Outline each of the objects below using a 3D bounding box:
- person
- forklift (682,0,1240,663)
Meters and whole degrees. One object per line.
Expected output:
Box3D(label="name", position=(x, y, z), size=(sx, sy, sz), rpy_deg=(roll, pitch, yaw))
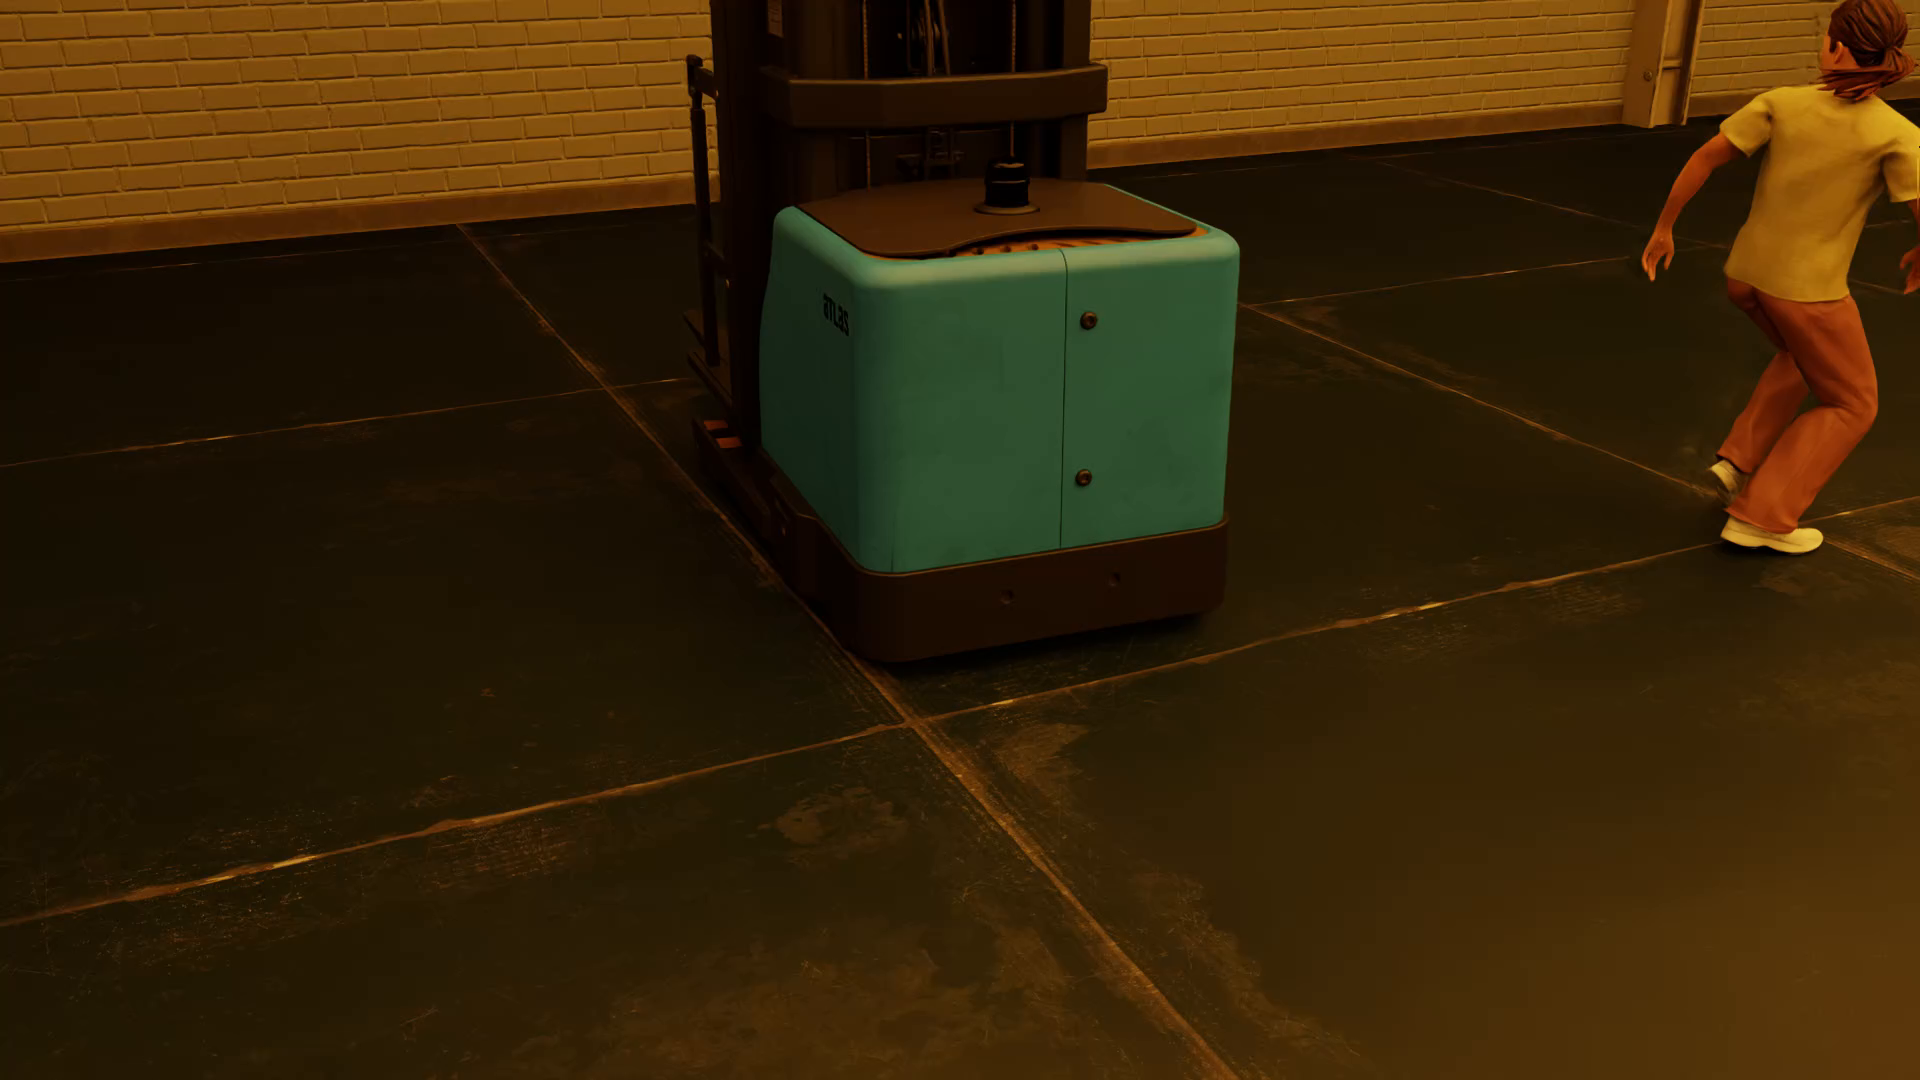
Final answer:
Box3D(label="person", position=(2.443, -0.740, 4.830), size=(0.664, 1.617, 0.632), rpy_deg=(-10, 24, -22))
Box3D(label="forklift", position=(-0.274, -1.581, 5.092), size=(1.130, 2.935, 3.031), rpy_deg=(-8, 24, -19))
